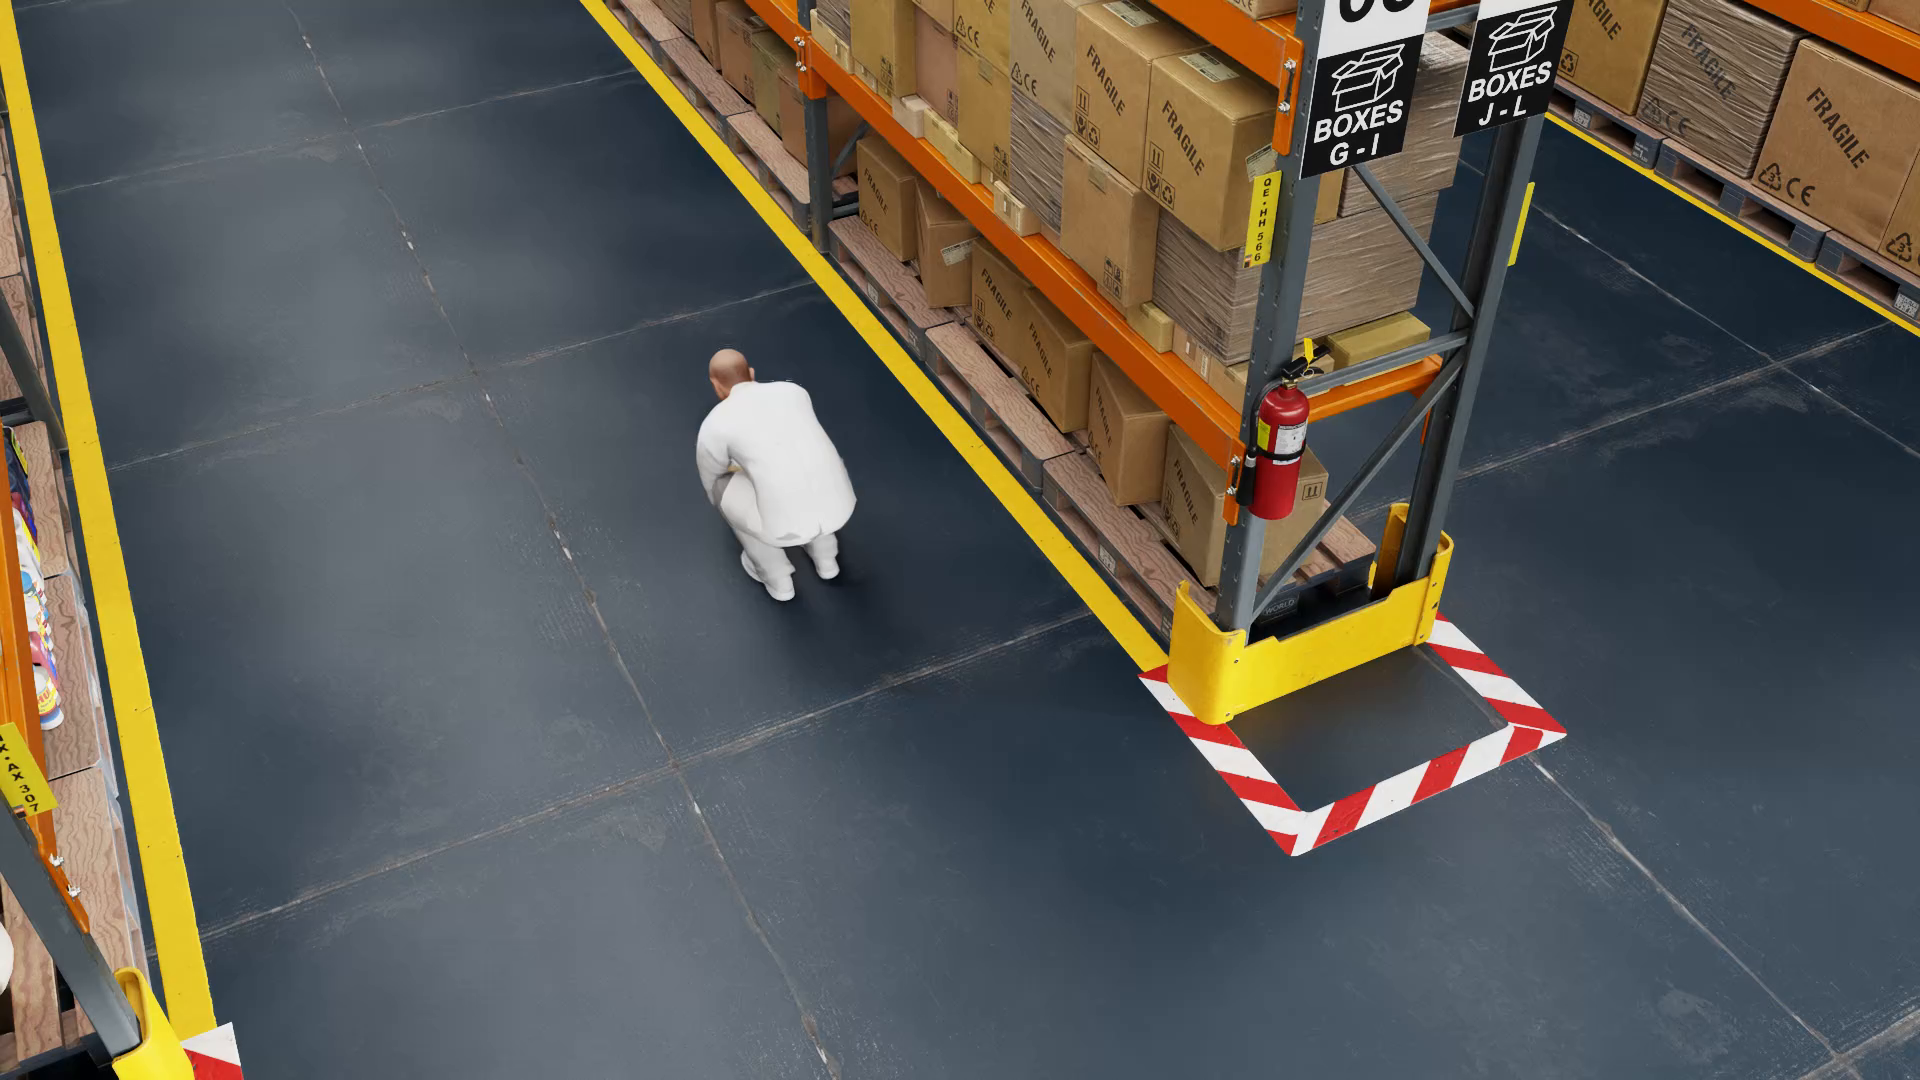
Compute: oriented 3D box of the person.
[{"bbox_3d":[-0.801,-0.289,7.176,0.601,0.906,0.906,-19,44,-20],"label":"person"}]
